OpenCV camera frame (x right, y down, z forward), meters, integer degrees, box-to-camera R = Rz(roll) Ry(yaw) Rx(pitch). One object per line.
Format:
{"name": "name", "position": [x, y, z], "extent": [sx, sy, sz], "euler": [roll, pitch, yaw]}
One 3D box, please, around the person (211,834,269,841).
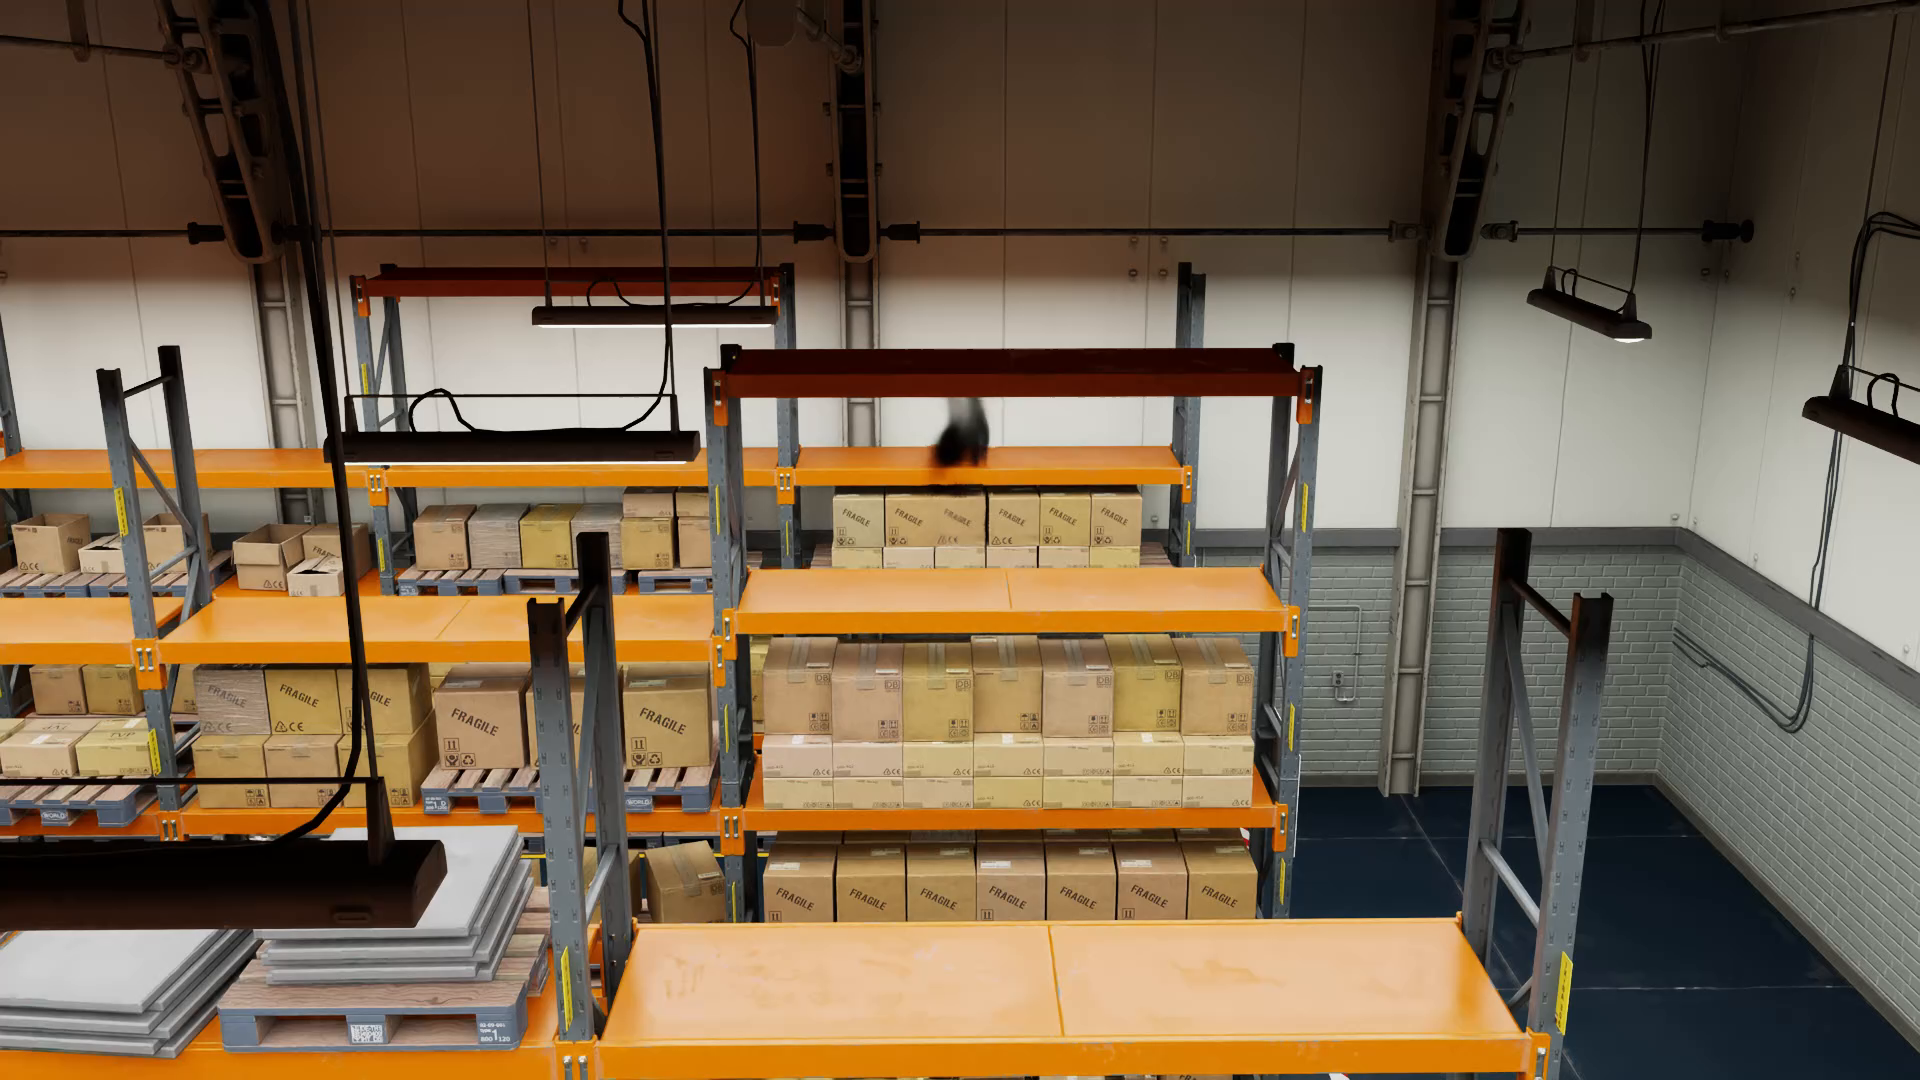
{"name": "person", "position": [-6.150, 3.227, 14.670], "extent": [0.732, 1.618, 0.587], "euler": [4, 17, 14]}
